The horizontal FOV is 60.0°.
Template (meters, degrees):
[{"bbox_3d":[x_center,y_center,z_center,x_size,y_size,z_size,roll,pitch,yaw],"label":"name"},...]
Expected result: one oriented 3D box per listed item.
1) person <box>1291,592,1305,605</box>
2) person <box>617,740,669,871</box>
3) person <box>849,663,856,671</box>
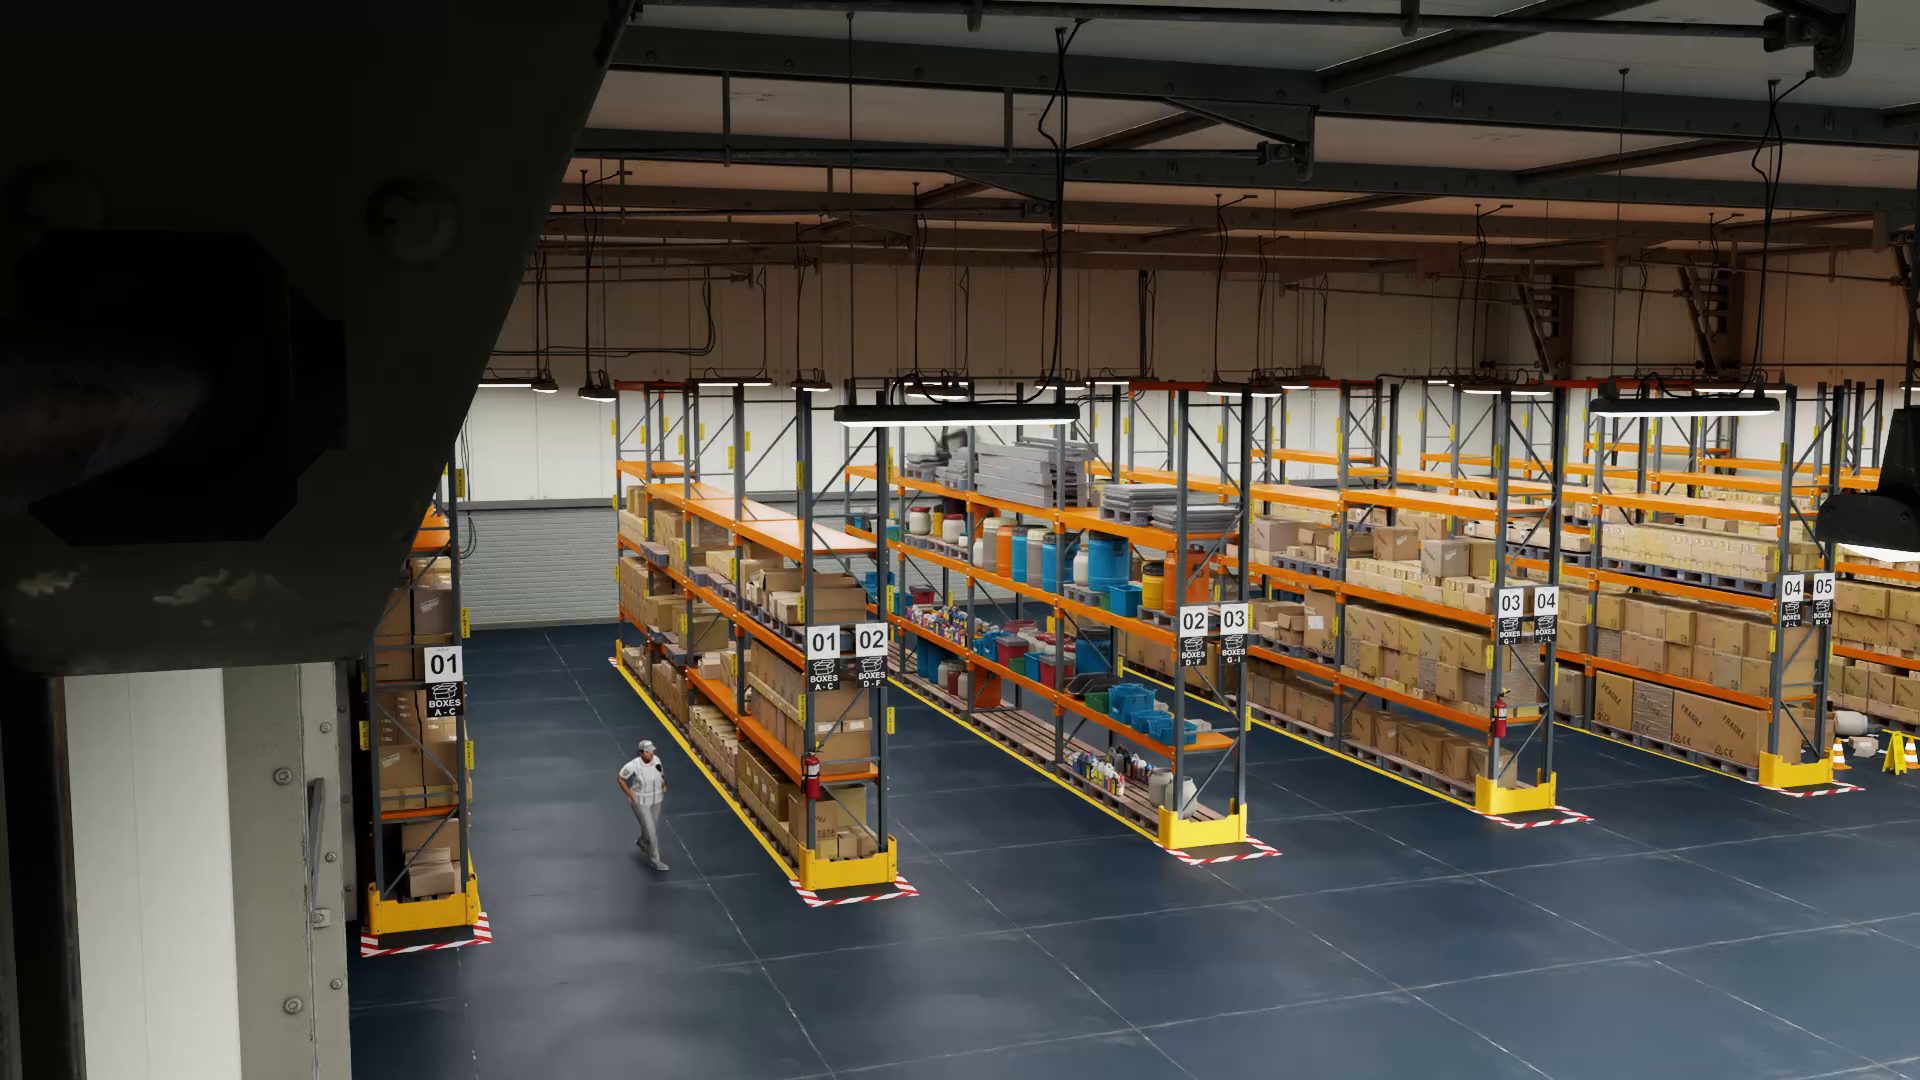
[{"bbox_3d":[8.654,1.029,42.727,0.903,1.580,0.553,-5,8,-40],"label":"person"},{"bbox_3d":[-4.011,3.299,20.953,0.627,1.632,0.844,-5,8,-37],"label":"person"},{"bbox_3d":[-2.005,2.112,32.046,0.563,1.645,0.631,-1,6,-7],"label":"person"}]
